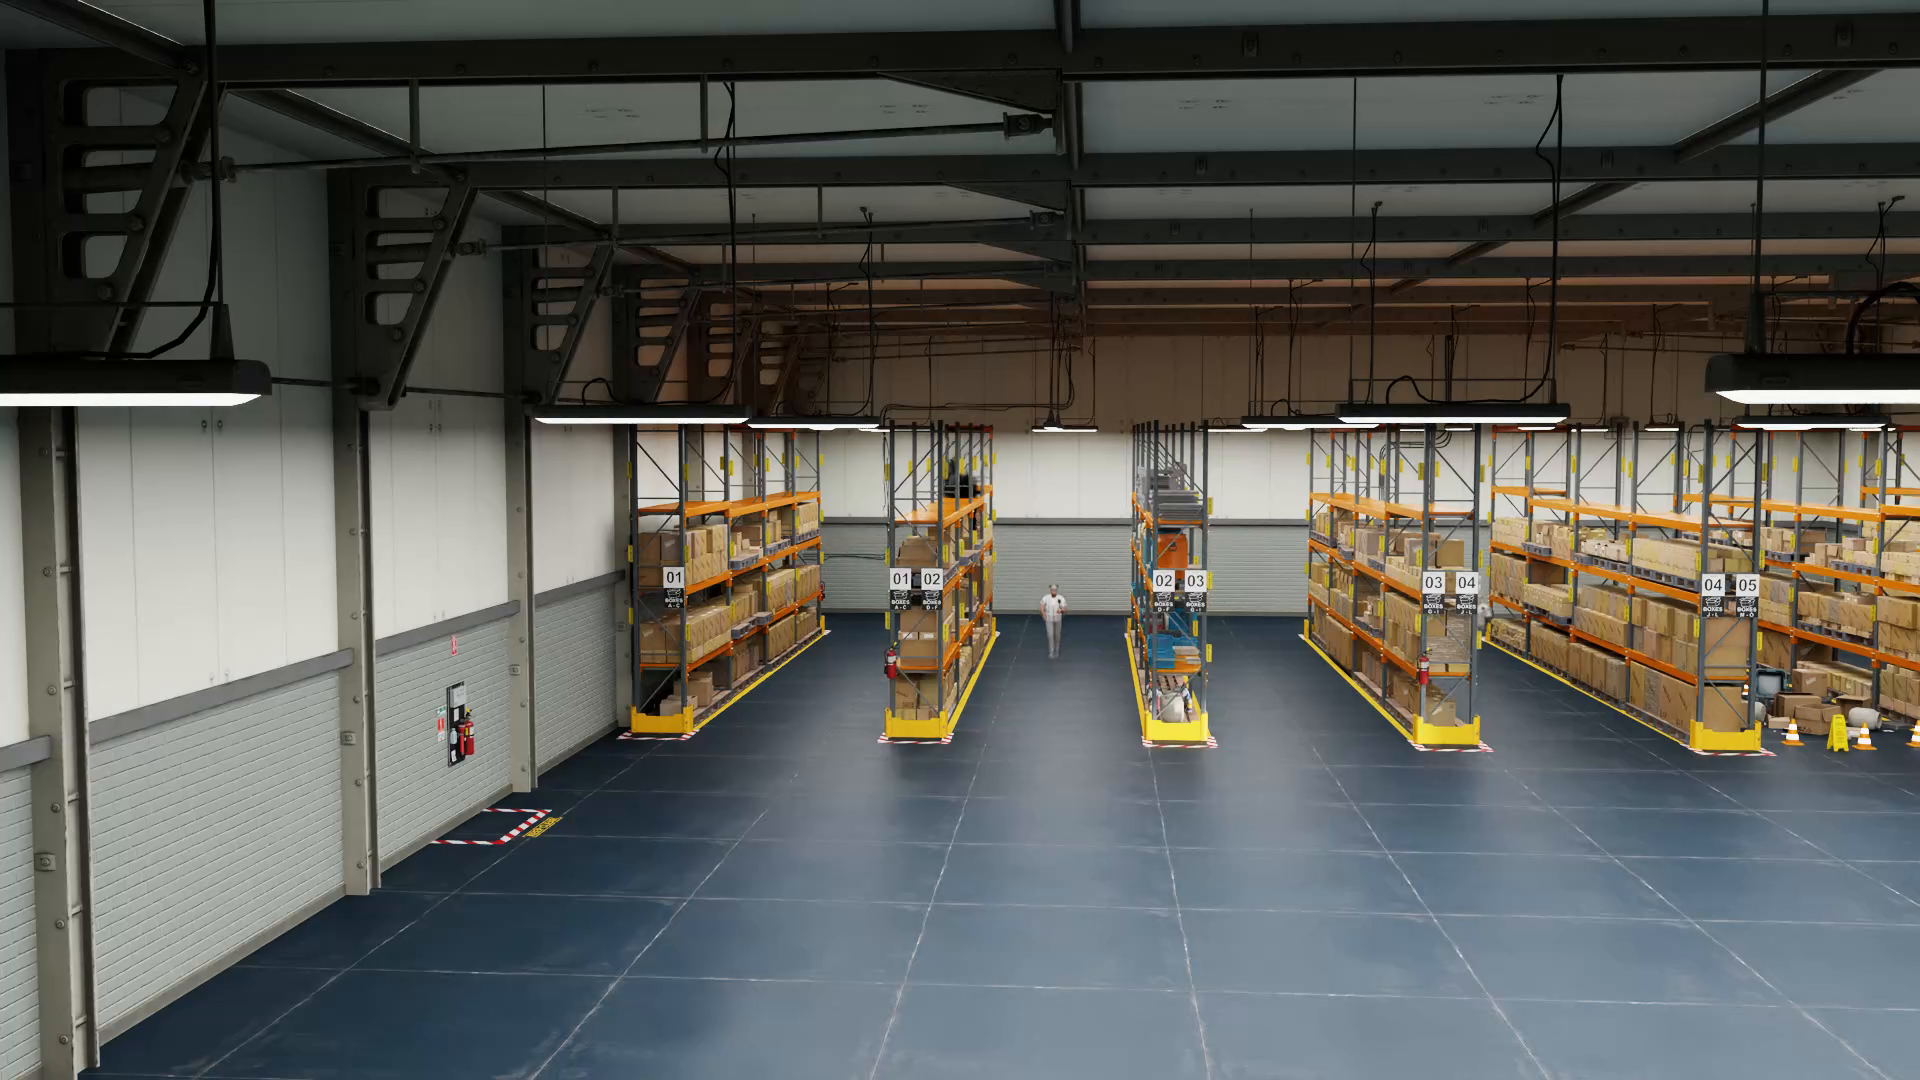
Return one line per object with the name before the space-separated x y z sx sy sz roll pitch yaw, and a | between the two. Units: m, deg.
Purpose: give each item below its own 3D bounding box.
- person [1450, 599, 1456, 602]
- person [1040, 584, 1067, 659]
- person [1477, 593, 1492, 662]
person | 13.368 1.949 45.572 0.700 1.779 0.916 1 4 9
person | 2.290 1.984 40.544 0.660 1.836 0.850 0 4 1
person | 13.221 2.205 42.334 0.586 1.747 0.778 1 4 9
